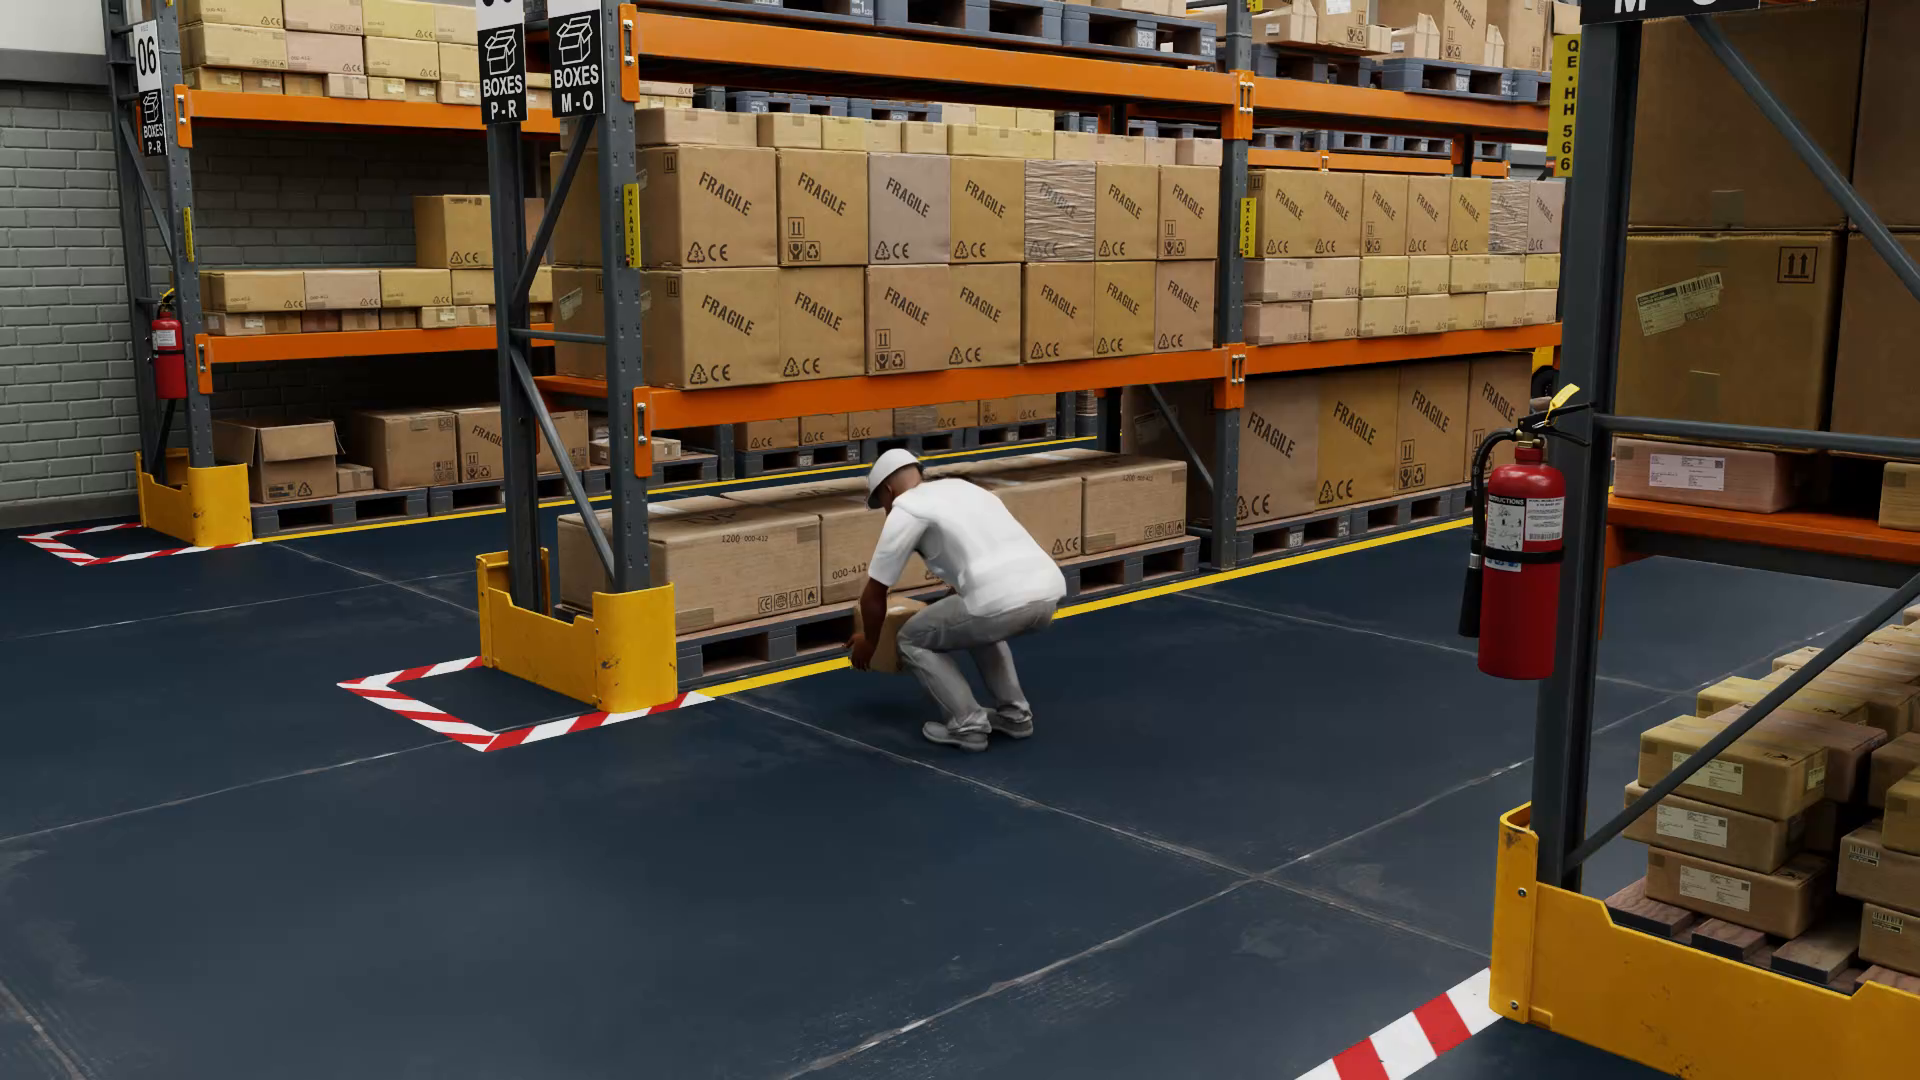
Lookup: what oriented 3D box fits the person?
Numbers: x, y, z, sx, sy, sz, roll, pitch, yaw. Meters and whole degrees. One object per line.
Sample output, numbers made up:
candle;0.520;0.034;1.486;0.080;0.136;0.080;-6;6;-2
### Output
person;-0.021;0.222;6.463;0.595;1.111;0.860;-10;14;-43
